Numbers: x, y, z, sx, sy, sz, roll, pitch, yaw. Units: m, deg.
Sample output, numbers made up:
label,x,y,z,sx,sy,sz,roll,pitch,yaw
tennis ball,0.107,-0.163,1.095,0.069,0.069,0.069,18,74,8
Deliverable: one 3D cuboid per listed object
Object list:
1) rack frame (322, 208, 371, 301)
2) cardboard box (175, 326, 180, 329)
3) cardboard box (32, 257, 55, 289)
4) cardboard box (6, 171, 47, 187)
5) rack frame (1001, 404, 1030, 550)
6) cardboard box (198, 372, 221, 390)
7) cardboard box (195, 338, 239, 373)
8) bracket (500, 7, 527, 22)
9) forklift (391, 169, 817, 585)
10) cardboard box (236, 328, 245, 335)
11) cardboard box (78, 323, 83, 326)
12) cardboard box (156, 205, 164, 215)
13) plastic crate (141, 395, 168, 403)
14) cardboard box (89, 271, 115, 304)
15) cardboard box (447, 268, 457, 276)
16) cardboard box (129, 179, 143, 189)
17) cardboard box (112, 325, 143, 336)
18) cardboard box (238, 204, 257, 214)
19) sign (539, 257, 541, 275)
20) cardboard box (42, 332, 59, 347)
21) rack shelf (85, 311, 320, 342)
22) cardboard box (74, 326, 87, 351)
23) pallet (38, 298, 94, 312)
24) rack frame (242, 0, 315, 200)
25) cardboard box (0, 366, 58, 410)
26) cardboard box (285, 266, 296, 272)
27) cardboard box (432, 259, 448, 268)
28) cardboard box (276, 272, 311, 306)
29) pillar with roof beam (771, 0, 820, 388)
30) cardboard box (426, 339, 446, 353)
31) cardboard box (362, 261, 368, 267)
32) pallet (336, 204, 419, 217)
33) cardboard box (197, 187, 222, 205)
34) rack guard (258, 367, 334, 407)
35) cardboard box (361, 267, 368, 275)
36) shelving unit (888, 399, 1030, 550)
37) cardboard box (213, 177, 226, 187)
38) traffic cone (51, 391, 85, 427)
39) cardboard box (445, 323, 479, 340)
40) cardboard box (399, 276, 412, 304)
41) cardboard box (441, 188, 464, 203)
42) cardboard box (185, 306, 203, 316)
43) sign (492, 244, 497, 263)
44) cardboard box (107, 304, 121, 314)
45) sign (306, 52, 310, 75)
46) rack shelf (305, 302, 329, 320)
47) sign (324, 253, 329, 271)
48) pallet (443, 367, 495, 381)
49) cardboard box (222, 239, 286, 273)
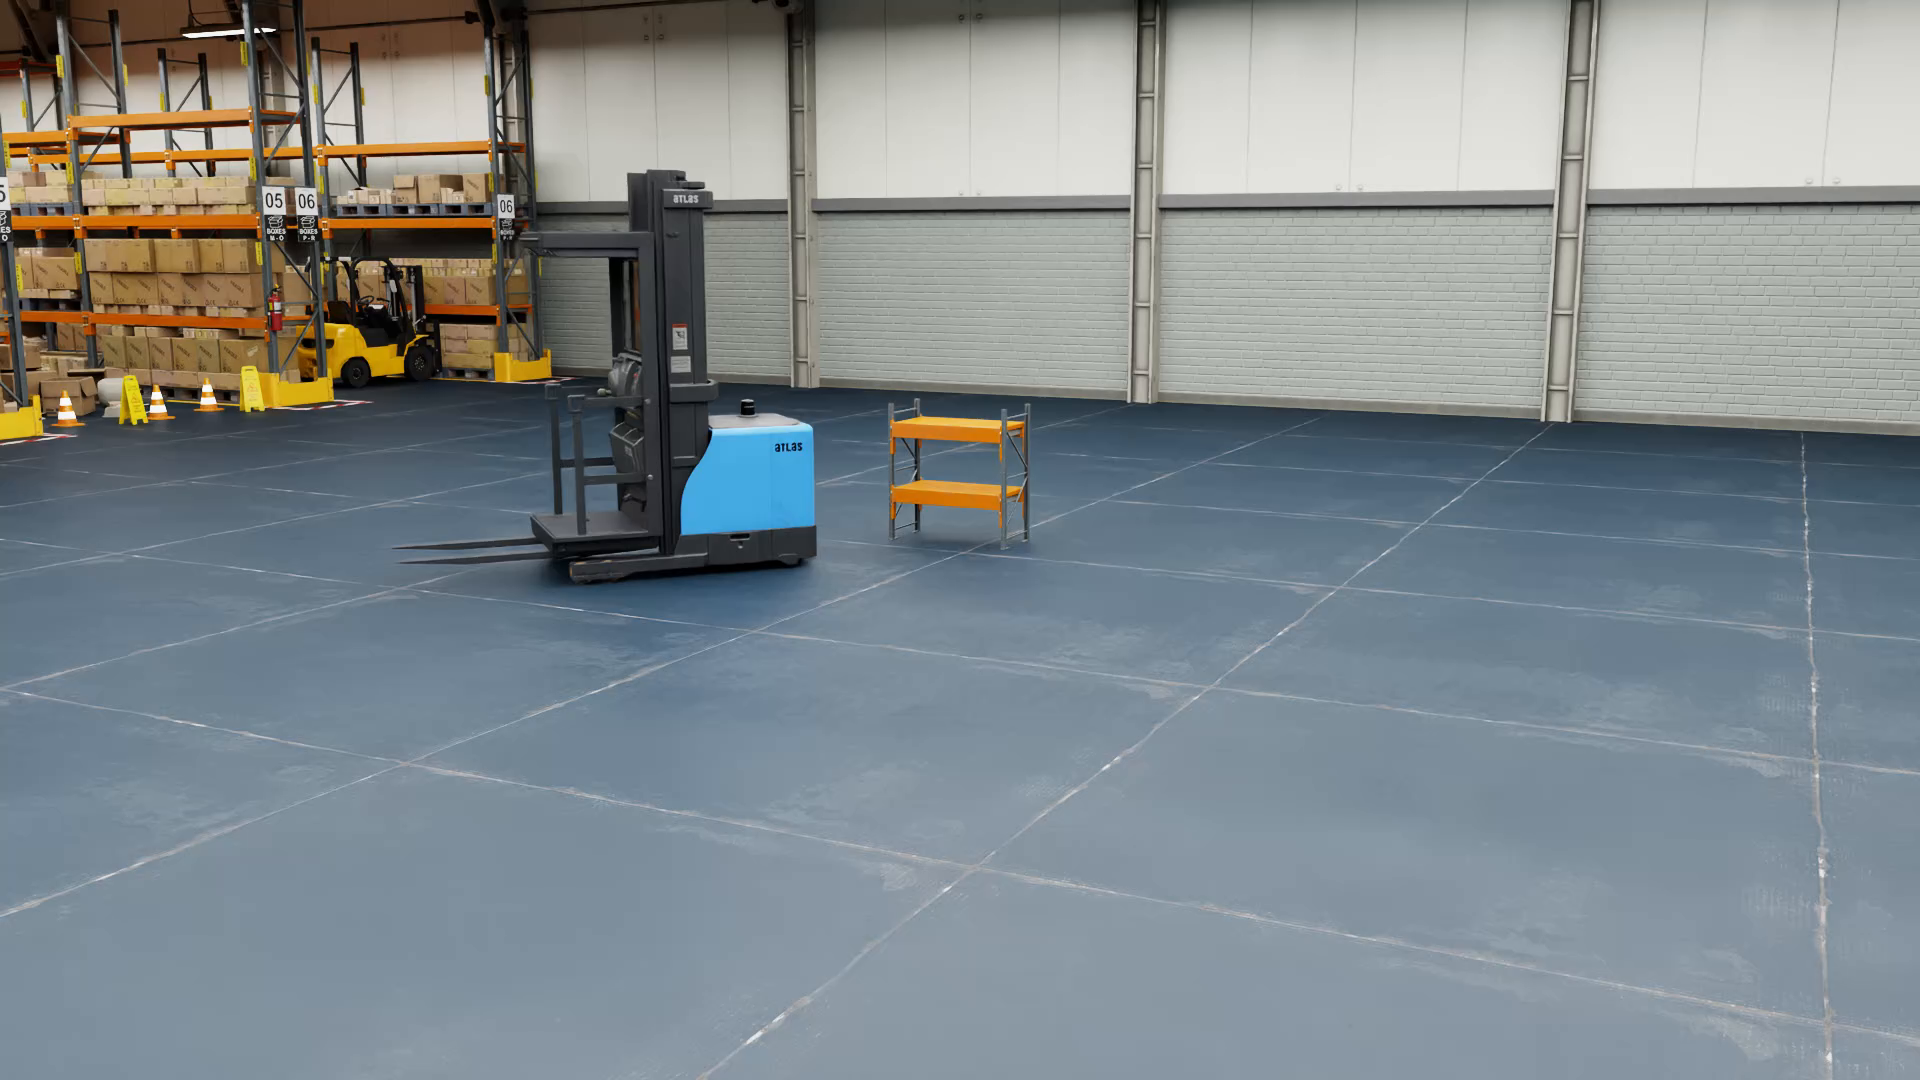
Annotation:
label,x,y,z,sx,sy,sz,roll,pitch,yaw
rack frame,-11.339,-4.642,30.954,0.127,3.000,1.000,5,11,26
cardboard box,-15.481,-4.251,32.814,0.250,0.149,0.380,4,11,23
cardboard box,-14.493,-4.289,26.712,0.500,0.500,0.500,5,11,26
cardboard box,-15.033,-5.806,26.801,0.500,0.250,0.500,5,12,27
rack frame,0.450,-0.514,13.412,0.032,1.125,0.500,5,11,26
cardboard box,-11.249,-2.450,25.385,0.500,0.250,0.500,5,11,26
cardboard box,-11.248,-2.818,25.314,0.500,0.500,0.500,6,12,28
bracket,-7.762,-9.159,28.962,0.430,0.232,0.235,5,11,26
forklift,-2.657,-1.226,12.272,3.031,2.935,1.130,-4,11,-23
cardboard box,-13.783,-3.893,32.308,0.625,0.625,0.875,5,12,28
cardboard box,-17.791,-4.469,34.019,0.250,0.149,0.380,4,11,23
cardboard box,-11.976,-5.015,25.302,0.250,0.149,0.380,5,11,26
plastic crate,-12.486,-2.157,25.425,0.583,0.080,0.402,1,10,6
cardboard box,-13.260,-3.965,26.099,0.500,0.500,0.500,5,11,26
cardboard box,-8.852,-4.744,29.419,0.250,0.149,0.380,5,11,25
cardboard box,-12.446,-5.442,25.419,0.250,0.149,0.380,5,11,24
cardboard box,-13.036,-3.281,26.052,0.250,0.149,0.380,5,11,27
cardboard box,-10.388,-4.869,24.494,0.250,0.149,0.380,5,11,26
sign,-7.501,-4.879,29.615,0.005,0.325,0.100,5,11,26
cardboard box,-19.001,-4.245,35.135,0.500,0.311,0.500,5,12,28
rack shelf,-11.738,-3.337,25.765,4.000,0.370,1.077,5,11,26
cardboard box,-17.697,-4.134,33.990,0.500,0.500,0.500,5,11,25
pallet,-14.153,-3.838,27.050,1.213,0.211,1.003,5,11,26
rack frame,-9.944,-6.485,24.296,0.127,3.000,1.000,5,11,26
cardboard box,-13.482,-2.178,23.971,0.503,0.637,0.797,5,11,26
cardboard box,-12.473,-5.046,31.087,0.250,0.149,0.380,5,11,24
cardboard box,-9.121,-4.901,29.448,0.250,0.149,0.380,5,12,27
cardboard box,-10.246,-3.811,25.246,0.500,0.500,0.500,5,11,25
pillar with roof beam,-4.501,-6.317,23.365,0.548,9.000,9.100,5,11,26
cardboard box,-9.244,-3.493,29.745,0.500,0.250,0.500,5,11,25
cardboard box,-10.677,-5.059,30.323,0.250,0.149,0.380,5,11,25
pallet,-10.562,-6.011,30.346,1.213,0.211,1.003,5,11,26
cardboard box,-10.967,-5.121,24.767,0.500,0.250,0.500,5,11,25
rack guard,-10.013,-2.309,25.086,0.348,0.500,1.175,5,11,26
cardboard box,-10.690,-4.907,30.316,0.250,0.149,0.380,5,11,26
shelving unit,-0.006,-0.554,13.633,1.048,1.125,0.538,5,11,26
cardboard box,-10.830,-5.301,24.642,0.250,0.149,0.380,5,11,25
traffic cone,-11.892,-1.755,22.128,0.334,0.463,0.336,5,11,26
cardboard box,-8.763,-3.698,29.473,0.500,0.250,0.500,5,12,27
cardboard box,-9.686,-4.493,29.852,0.500,0.500,0.500,5,11,26
cardboard box,-8.856,-6.029,29.114,0.258,0.266,0.396,5,11,26
cardboard box,-11.552,-3.495,25.322,0.250,0.149,0.380,5,11,25
sign,-8.004,-4.927,28.615,0.005,0.325,0.100,5,11,26
cardboard box,-13.141,-3.637,26.110,0.250,0.149,0.380,5,12,27
sign,-9.704,-7.071,24.685,0.005,0.325,0.100,5,11,26
rack shelf,-13.132,-4.445,31.889,4.000,0.370,1.077,5,11,26
sign,-11.570,-5.085,30.375,0.005,0.325,0.100,5,11,26
pallet,-8.456,-3.008,29.756,1.213,0.211,1.003,5,11,26
cardboard box,-10.499,-4.226,24.736,0.500,0.500,0.700,5,11,24
